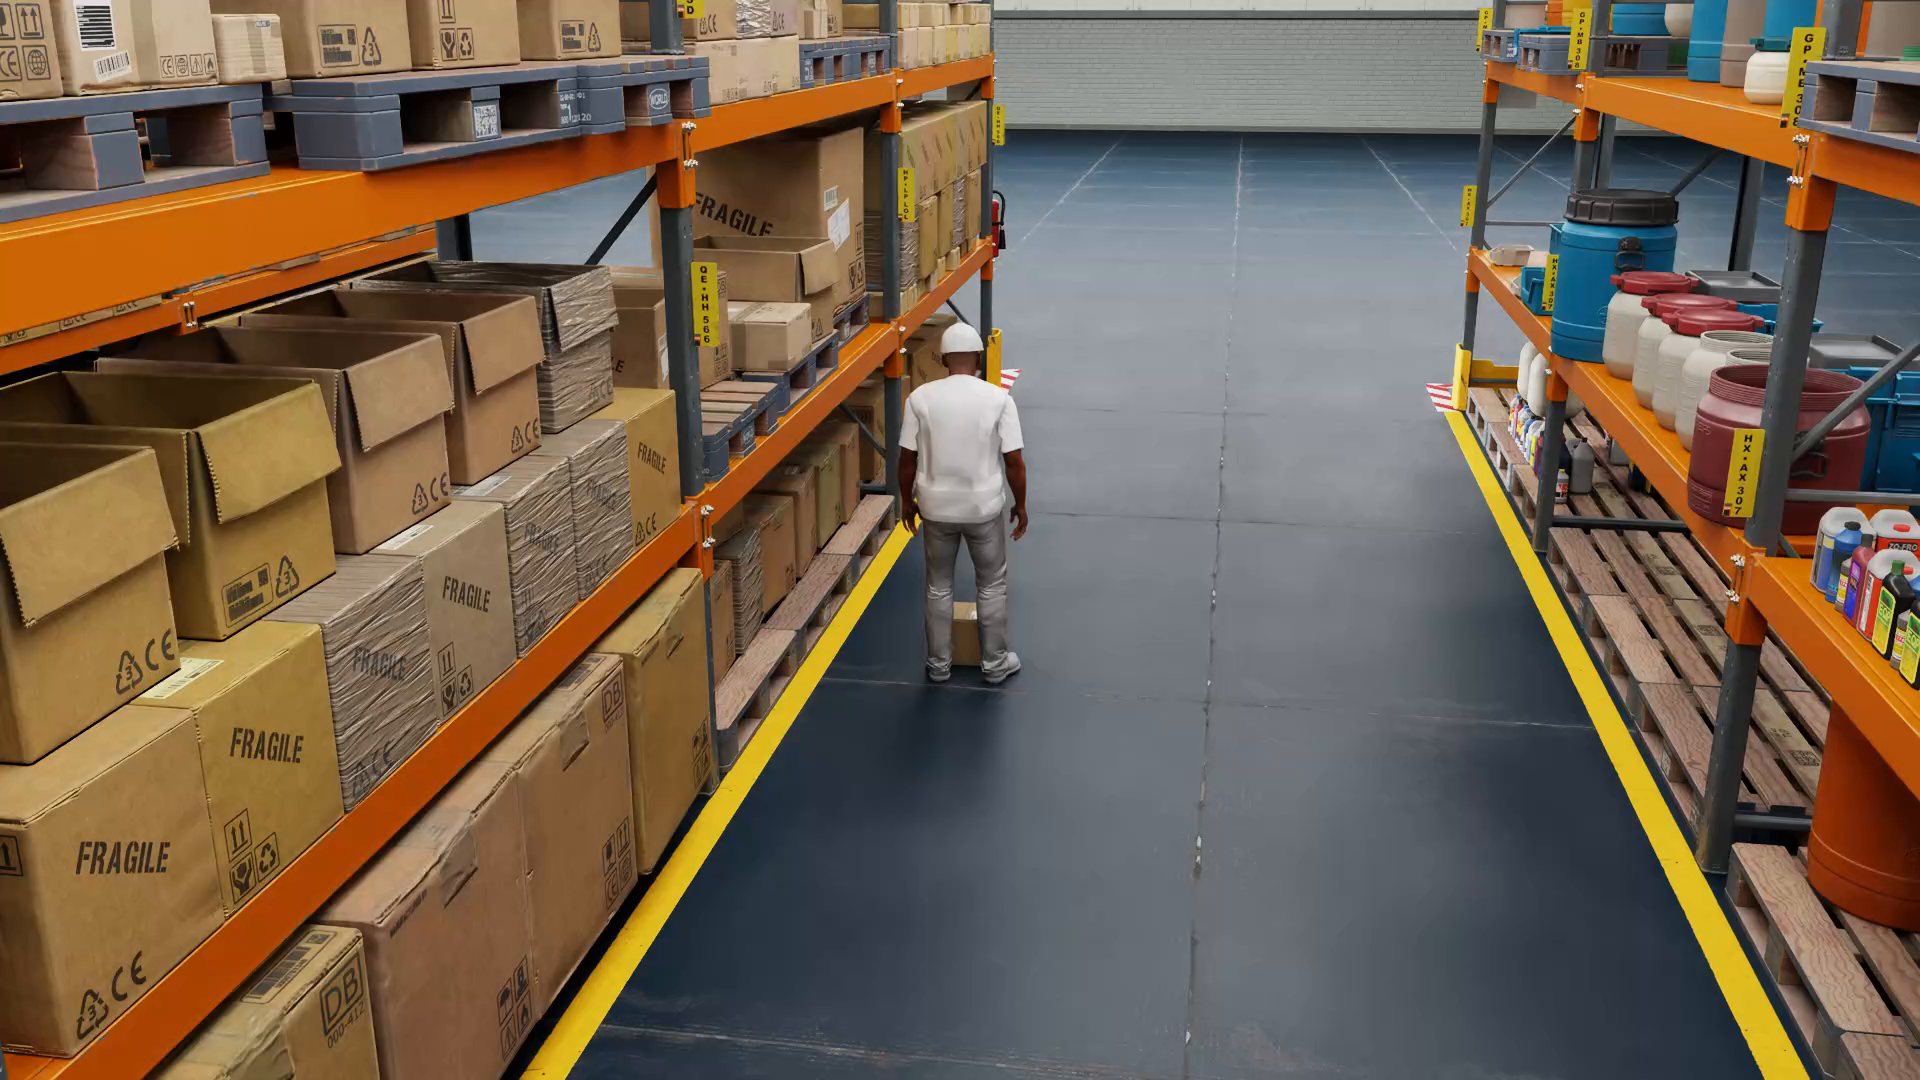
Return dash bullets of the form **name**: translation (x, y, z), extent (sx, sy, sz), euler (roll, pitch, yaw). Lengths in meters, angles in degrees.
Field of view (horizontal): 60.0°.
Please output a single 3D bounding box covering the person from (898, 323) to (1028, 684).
- **person**: translation (0.018, -0.169, 8.050), extent (0.626, 1.760, 0.461), euler (3, 18, 9)
